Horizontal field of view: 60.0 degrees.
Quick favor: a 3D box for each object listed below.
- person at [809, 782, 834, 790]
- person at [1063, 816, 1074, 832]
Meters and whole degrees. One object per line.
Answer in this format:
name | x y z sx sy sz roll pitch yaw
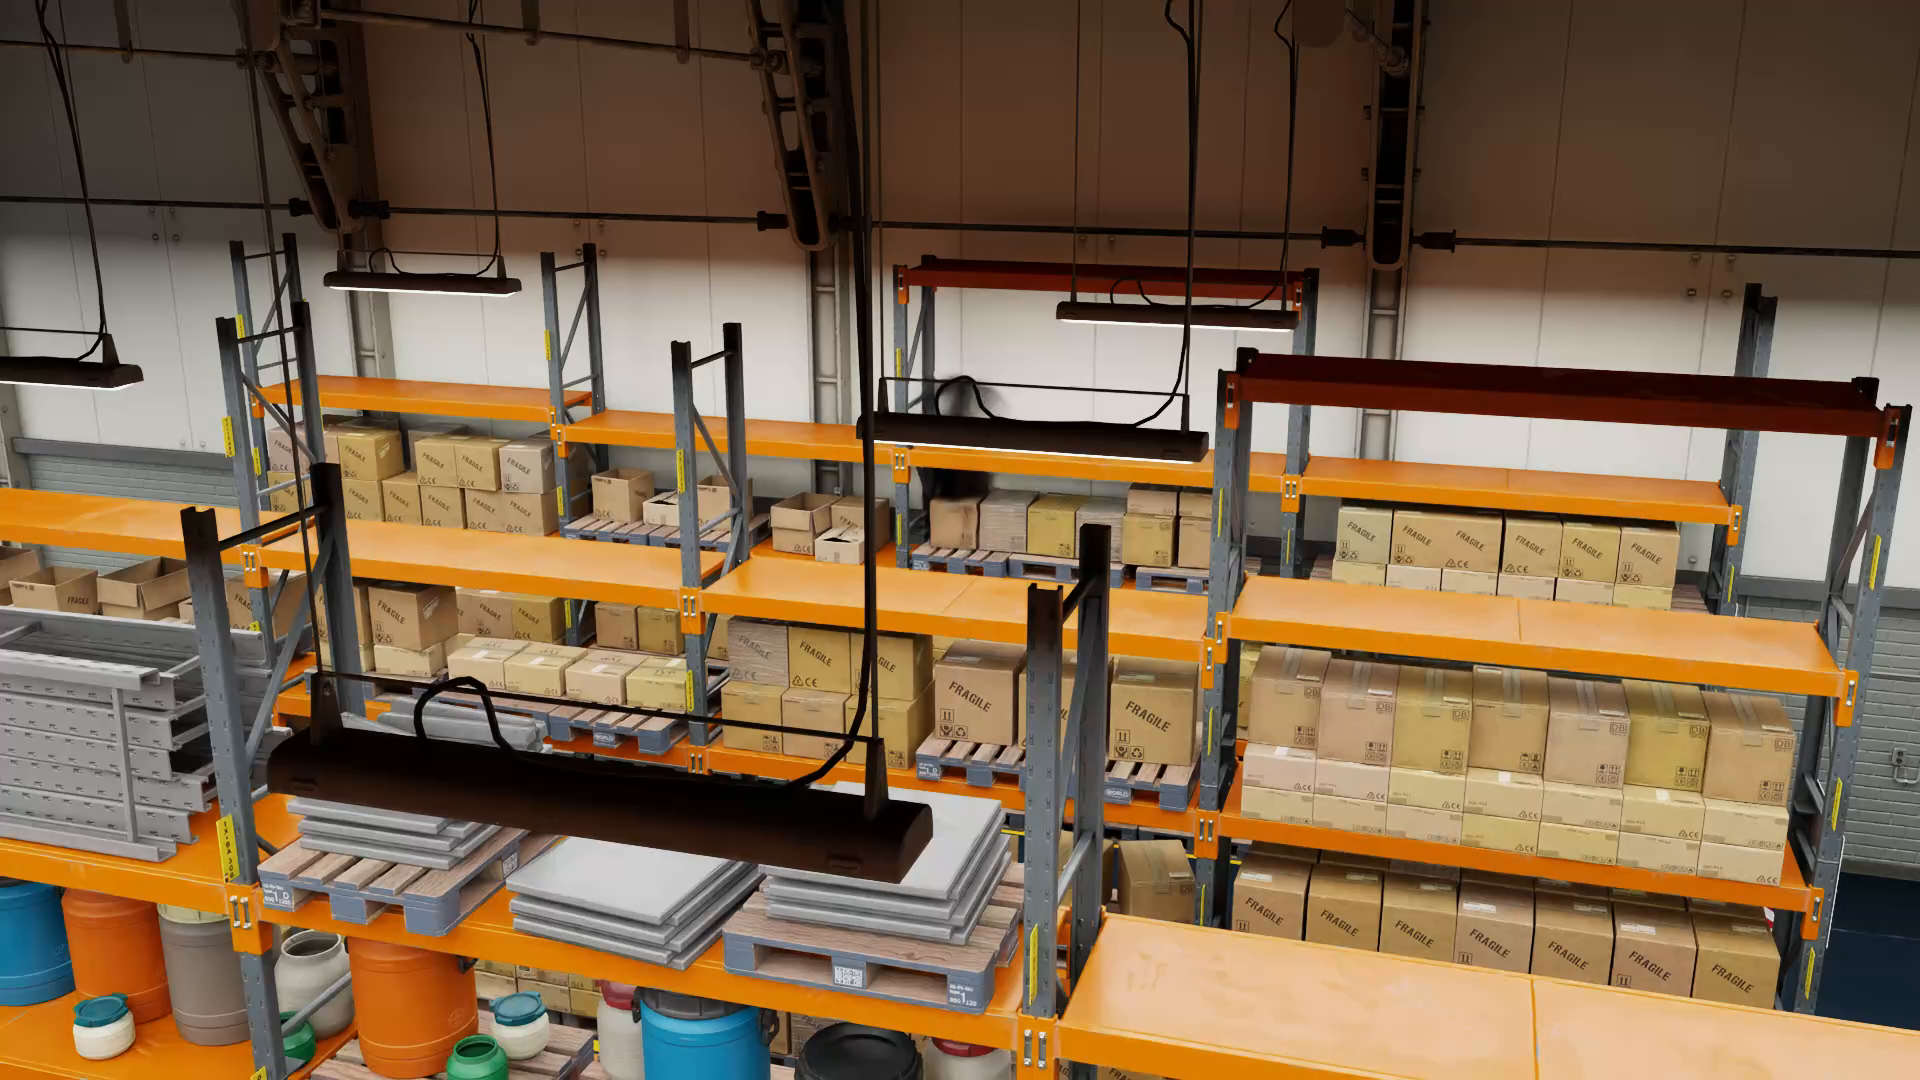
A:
person | -1.300 2.837 15.952 0.661 1.622 0.570 10 19 30
person | 1.168 2.856 15.970 0.788 1.666 0.504 2 16 8
